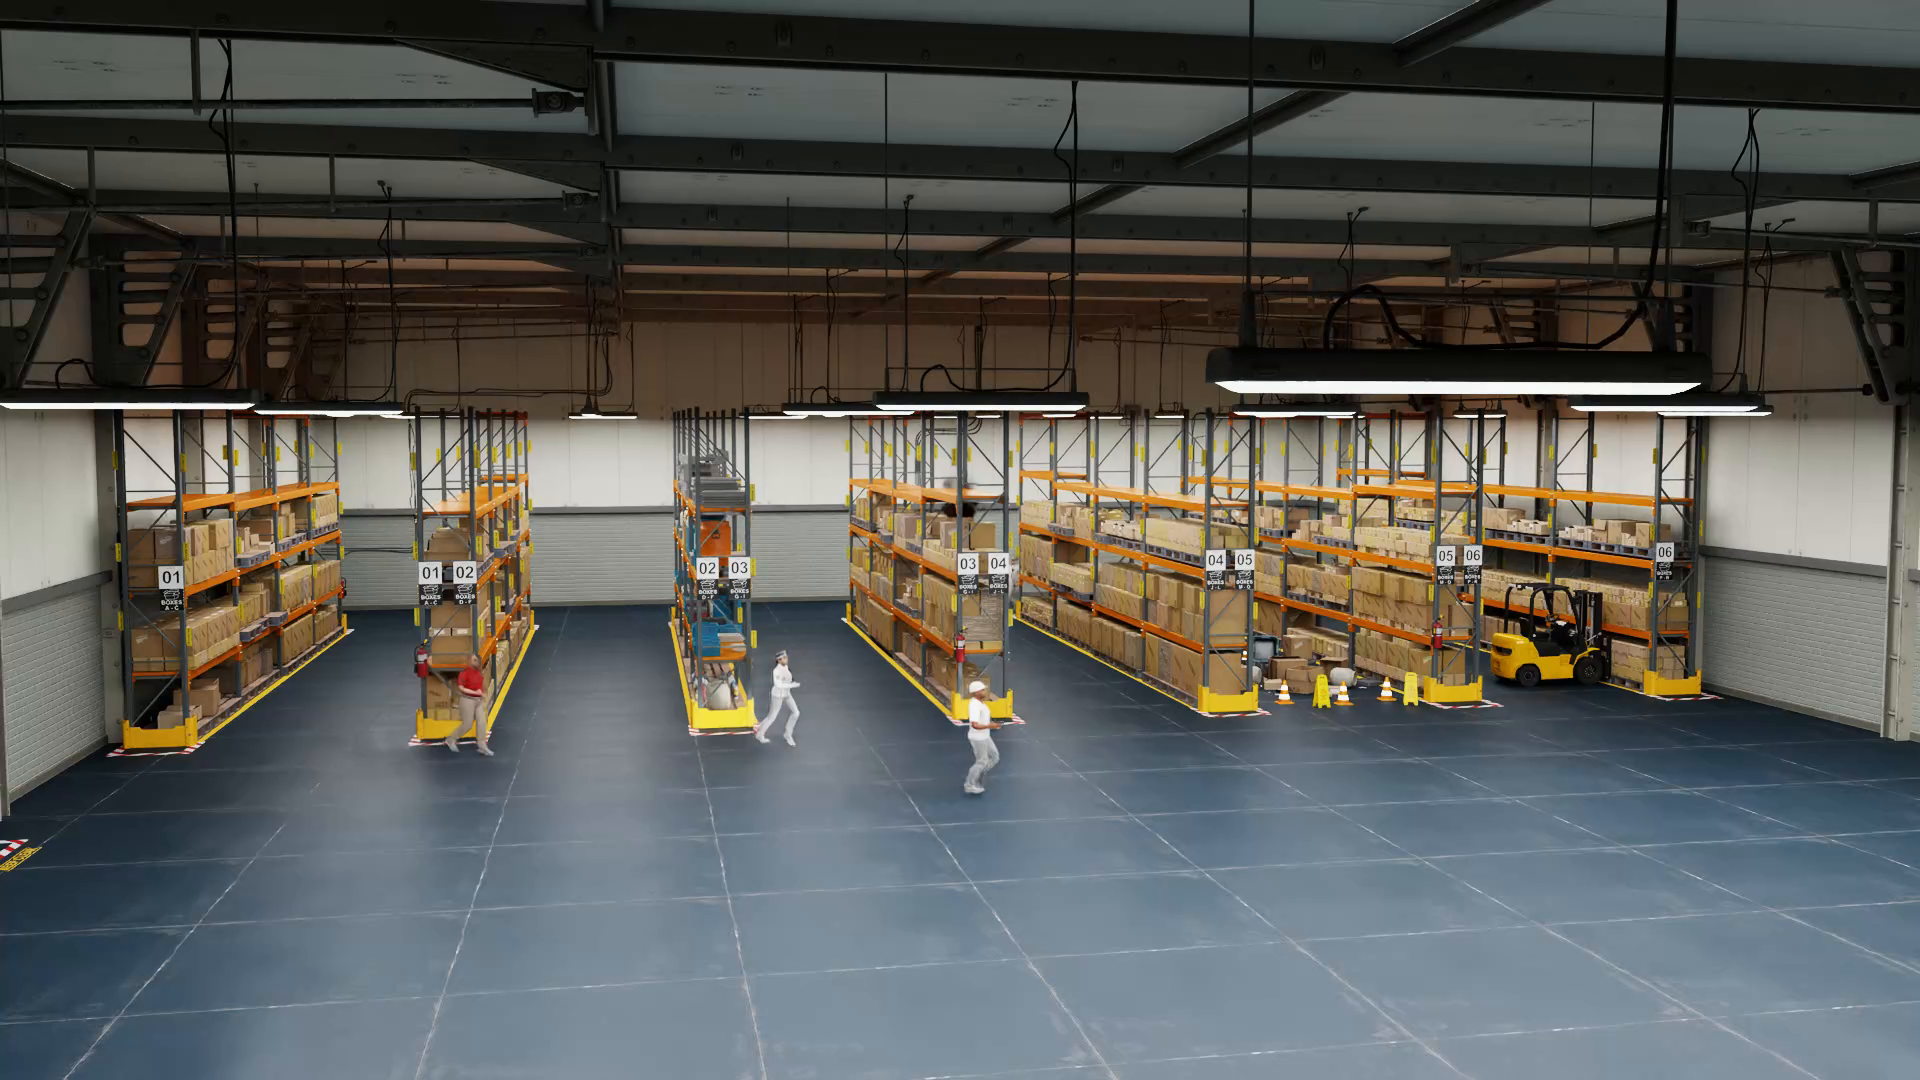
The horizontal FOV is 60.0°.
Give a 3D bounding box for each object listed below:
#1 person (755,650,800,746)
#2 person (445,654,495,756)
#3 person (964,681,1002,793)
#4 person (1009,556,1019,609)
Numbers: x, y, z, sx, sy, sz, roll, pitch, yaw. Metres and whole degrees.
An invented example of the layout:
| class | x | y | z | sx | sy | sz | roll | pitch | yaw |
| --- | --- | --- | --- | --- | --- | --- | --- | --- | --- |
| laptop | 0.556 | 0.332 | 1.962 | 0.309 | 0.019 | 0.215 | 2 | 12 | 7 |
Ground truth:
| class | x | y | z | sx | sy | sz | roll | pitch | yaw |
| --- | --- | --- | --- | --- | --- | --- | --- | --- | --- |
| person | -3.181 | 2.789 | 29.393 | 0.860 | 1.722 | 0.625 | 2 | 4 | 23 |
| person | -8.424 | 2.833 | 28.602 | 0.869 | 1.757 | 0.686 | 1 | 4 | 16 |
| person | 0.358 | 3.032 | 25.533 | 0.619 | 1.743 | 0.681 | 1 | 4 | 10 |
| person | 1.516 | 1.327 | 49.511 | 0.956 | 1.744 | 0.731 | -3 | 5 | -37 |
